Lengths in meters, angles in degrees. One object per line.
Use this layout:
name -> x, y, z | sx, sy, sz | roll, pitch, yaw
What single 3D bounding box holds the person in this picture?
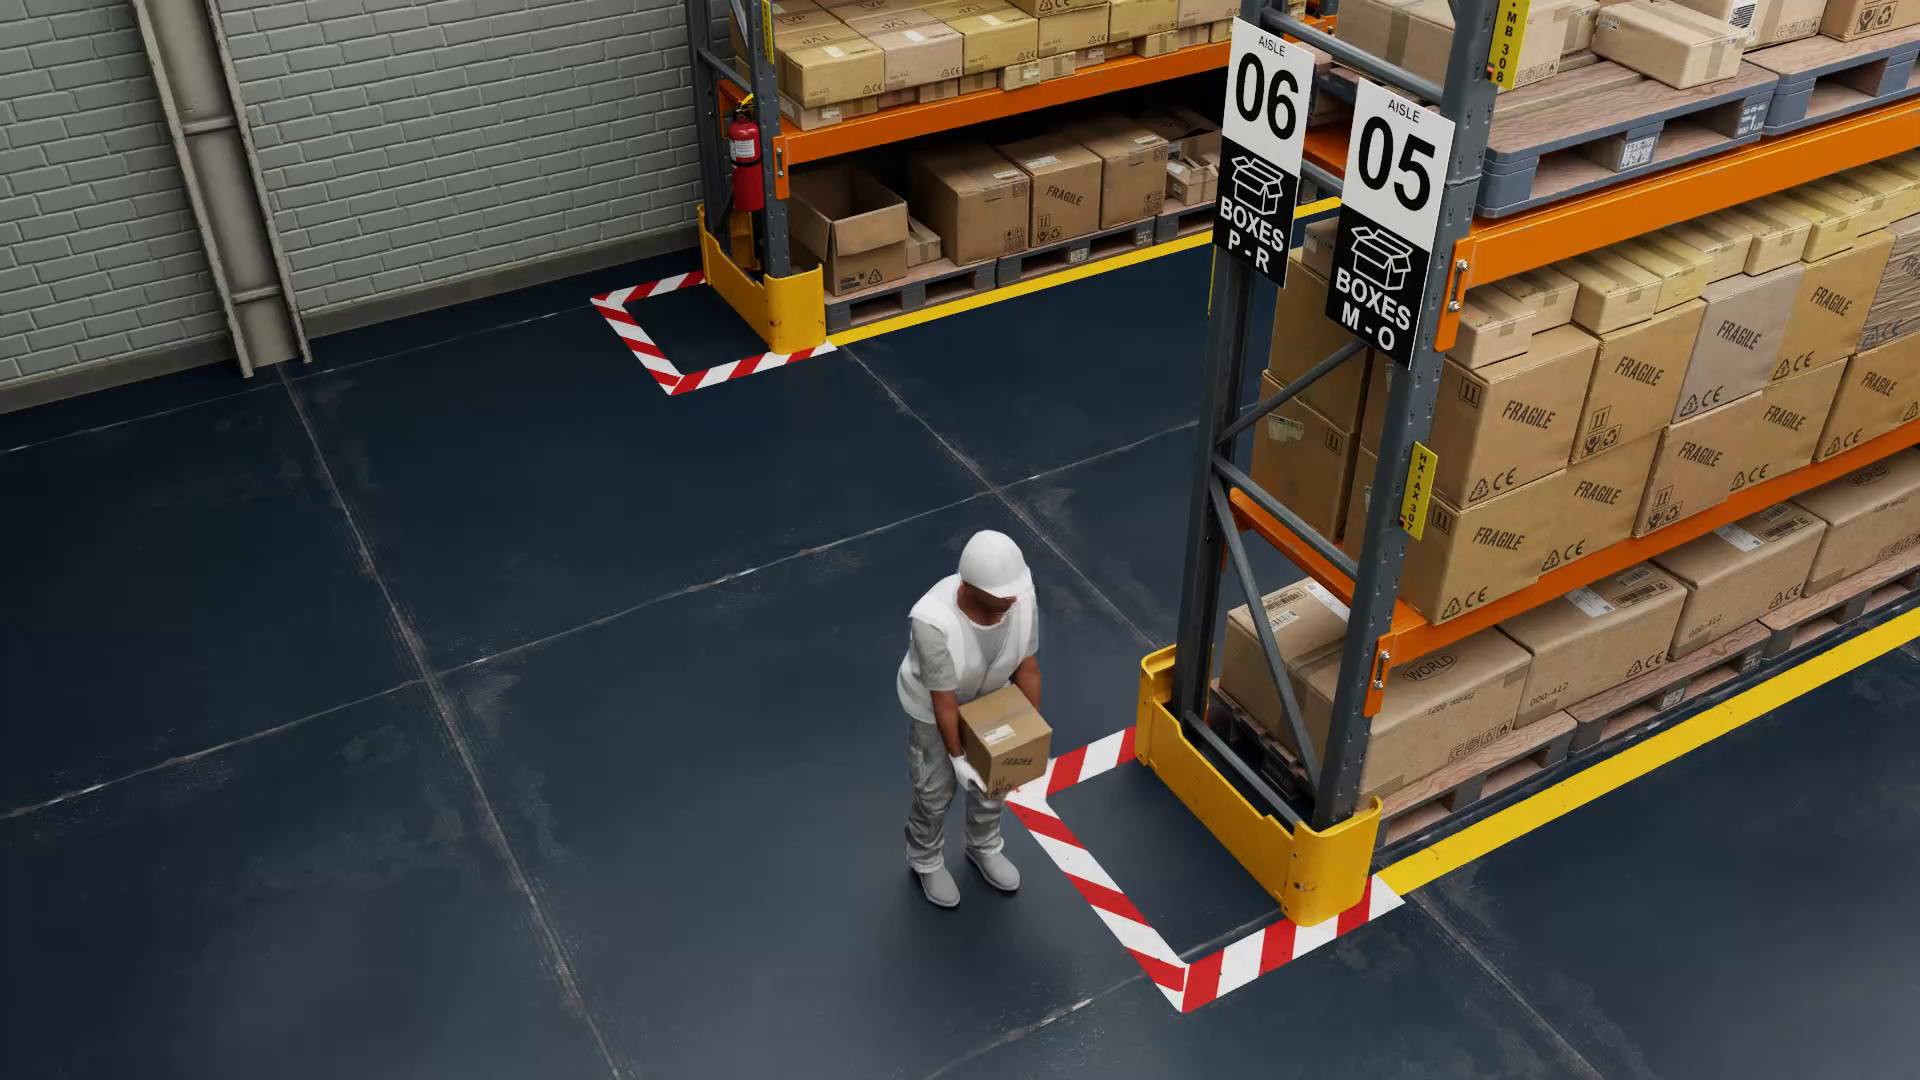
person -> 0.025, 0.586, 6.128 | 0.624, 1.773, 0.451 | -22, 42, -26
